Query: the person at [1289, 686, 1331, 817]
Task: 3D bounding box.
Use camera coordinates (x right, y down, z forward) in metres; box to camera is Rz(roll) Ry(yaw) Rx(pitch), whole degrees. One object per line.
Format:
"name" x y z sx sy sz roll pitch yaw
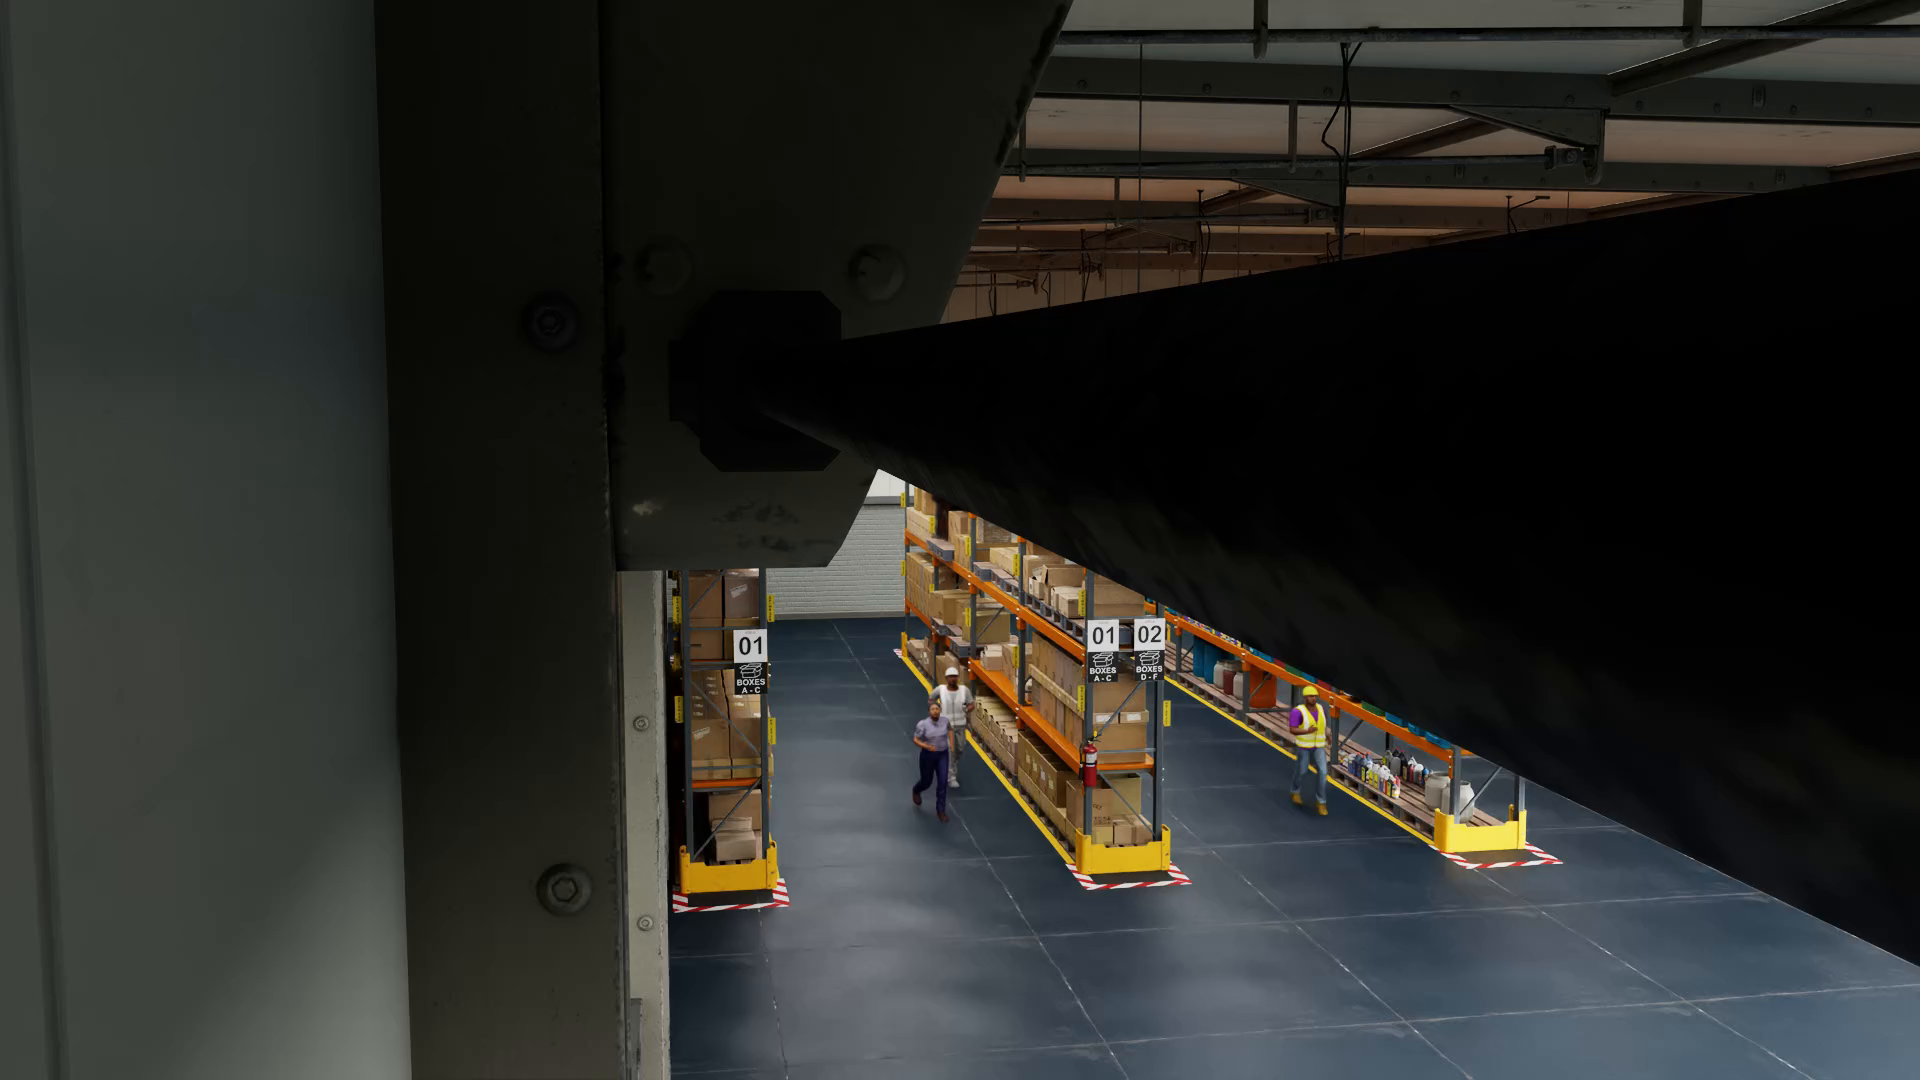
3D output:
"person" 4.996 2.982 23.764 0.677 1.821 0.807 -1 6 -12

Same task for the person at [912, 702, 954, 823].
"person" -0.363 3.103 23.495 0.615 1.633 0.864 -2 6 -16

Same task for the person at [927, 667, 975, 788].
"person" -0.116 2.809 25.261 0.691 1.762 0.994 -1 6 -13
